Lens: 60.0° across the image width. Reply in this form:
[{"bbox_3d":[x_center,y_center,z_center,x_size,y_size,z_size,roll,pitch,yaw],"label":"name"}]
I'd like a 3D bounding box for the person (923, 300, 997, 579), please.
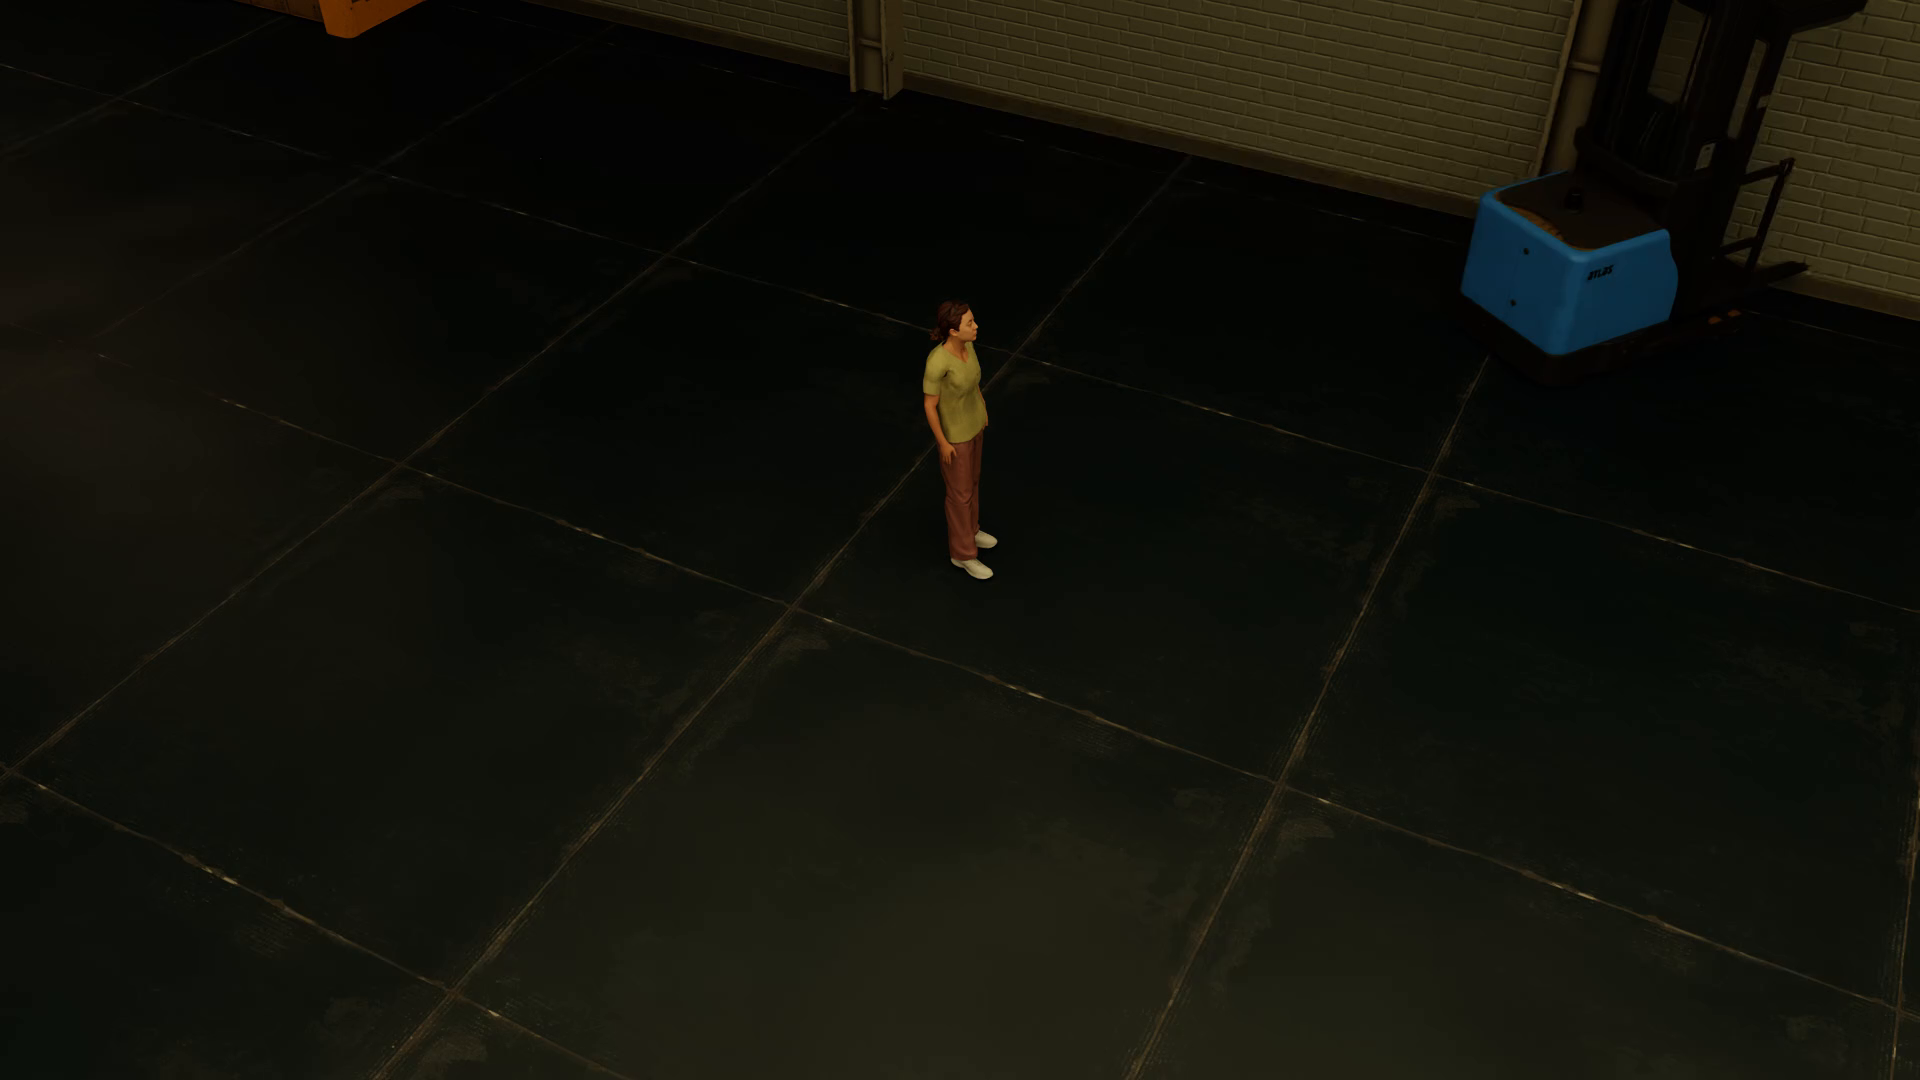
[{"bbox_3d":[0.060,-0.618,9.683,0.548,1.673,0.553,18,43,21],"label":"person"}]

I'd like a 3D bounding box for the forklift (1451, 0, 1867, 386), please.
[{"bbox_3d":[5.111,-2.847,11.367,3.031,2.935,1.130,-18,43,-21],"label":"forklift"}]
